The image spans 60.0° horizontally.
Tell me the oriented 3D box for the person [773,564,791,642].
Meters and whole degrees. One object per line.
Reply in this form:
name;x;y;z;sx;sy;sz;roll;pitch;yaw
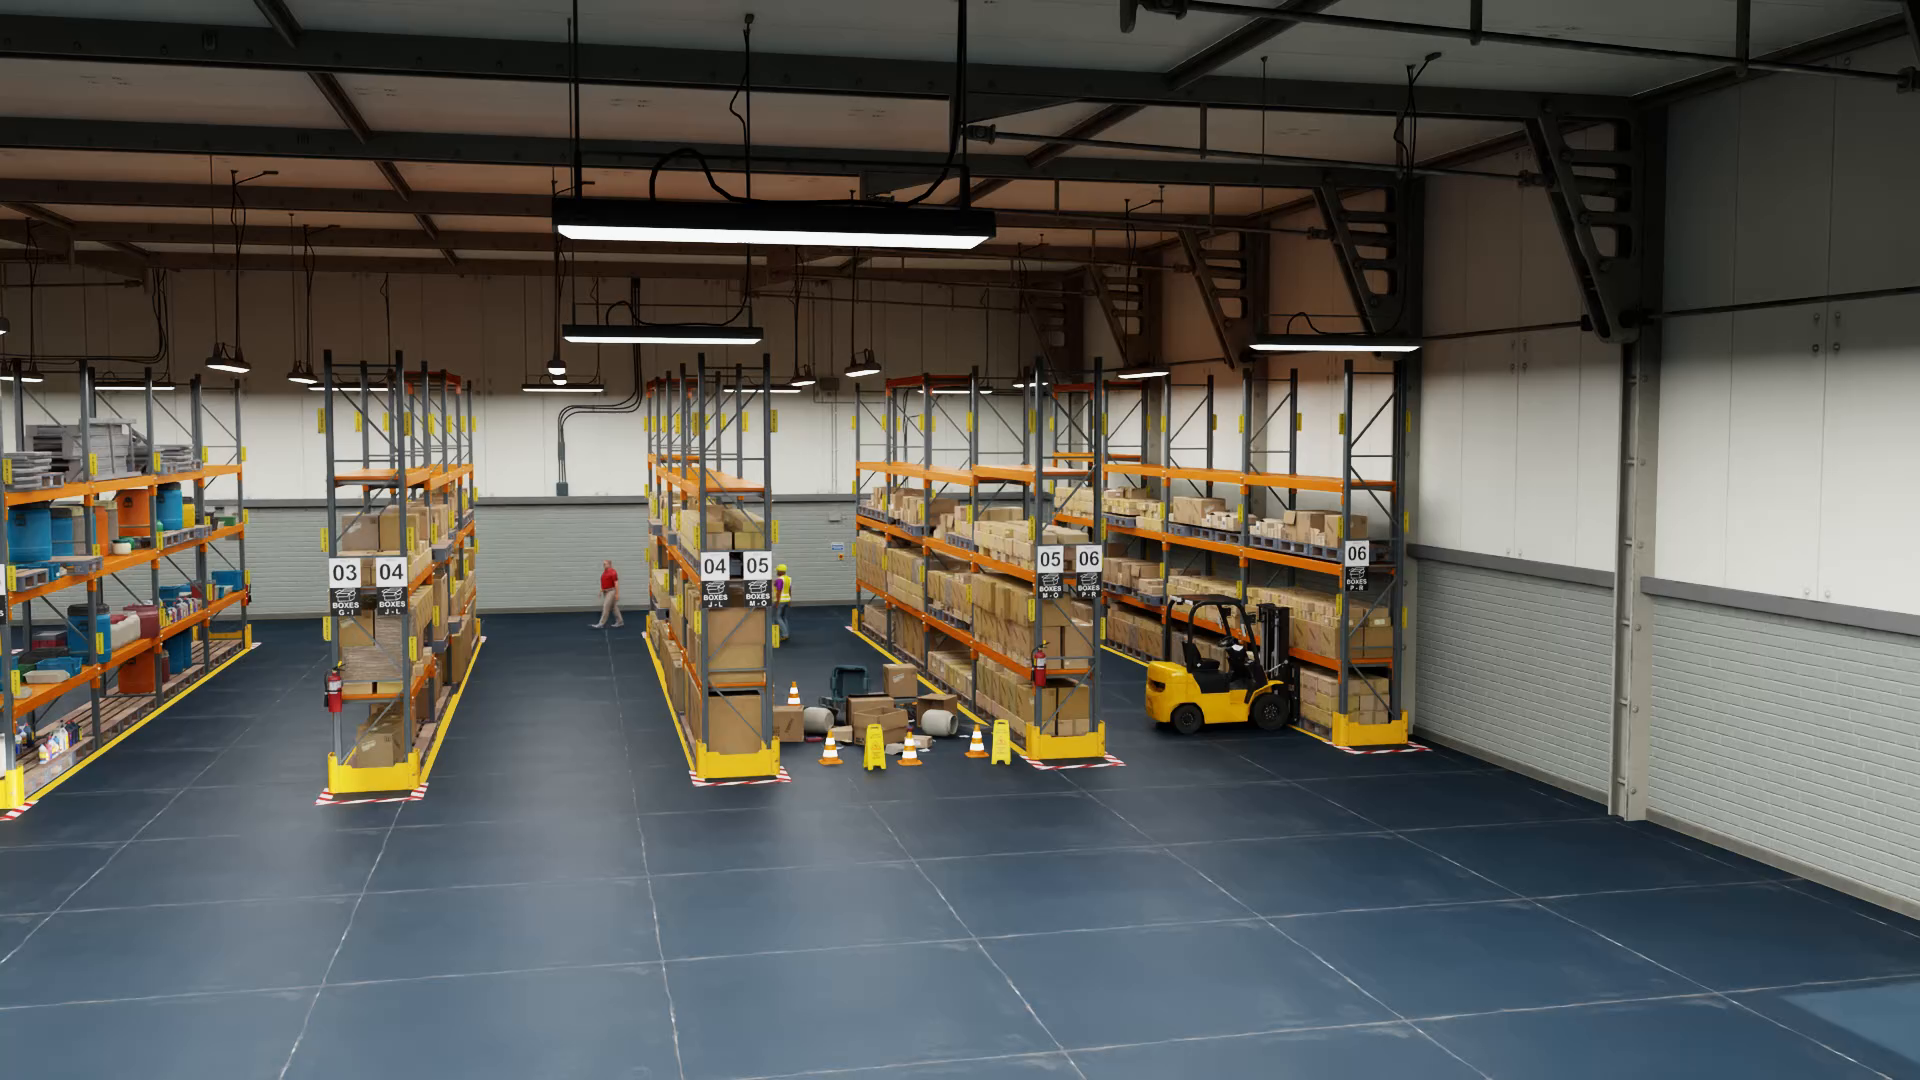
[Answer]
person;-4.098;1.470;38.448;0.429;1.818;0.623;2;4;27

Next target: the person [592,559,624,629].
person;-8.654;1.317;40.737;0.888;1.695;0.573;-3;5;-37
